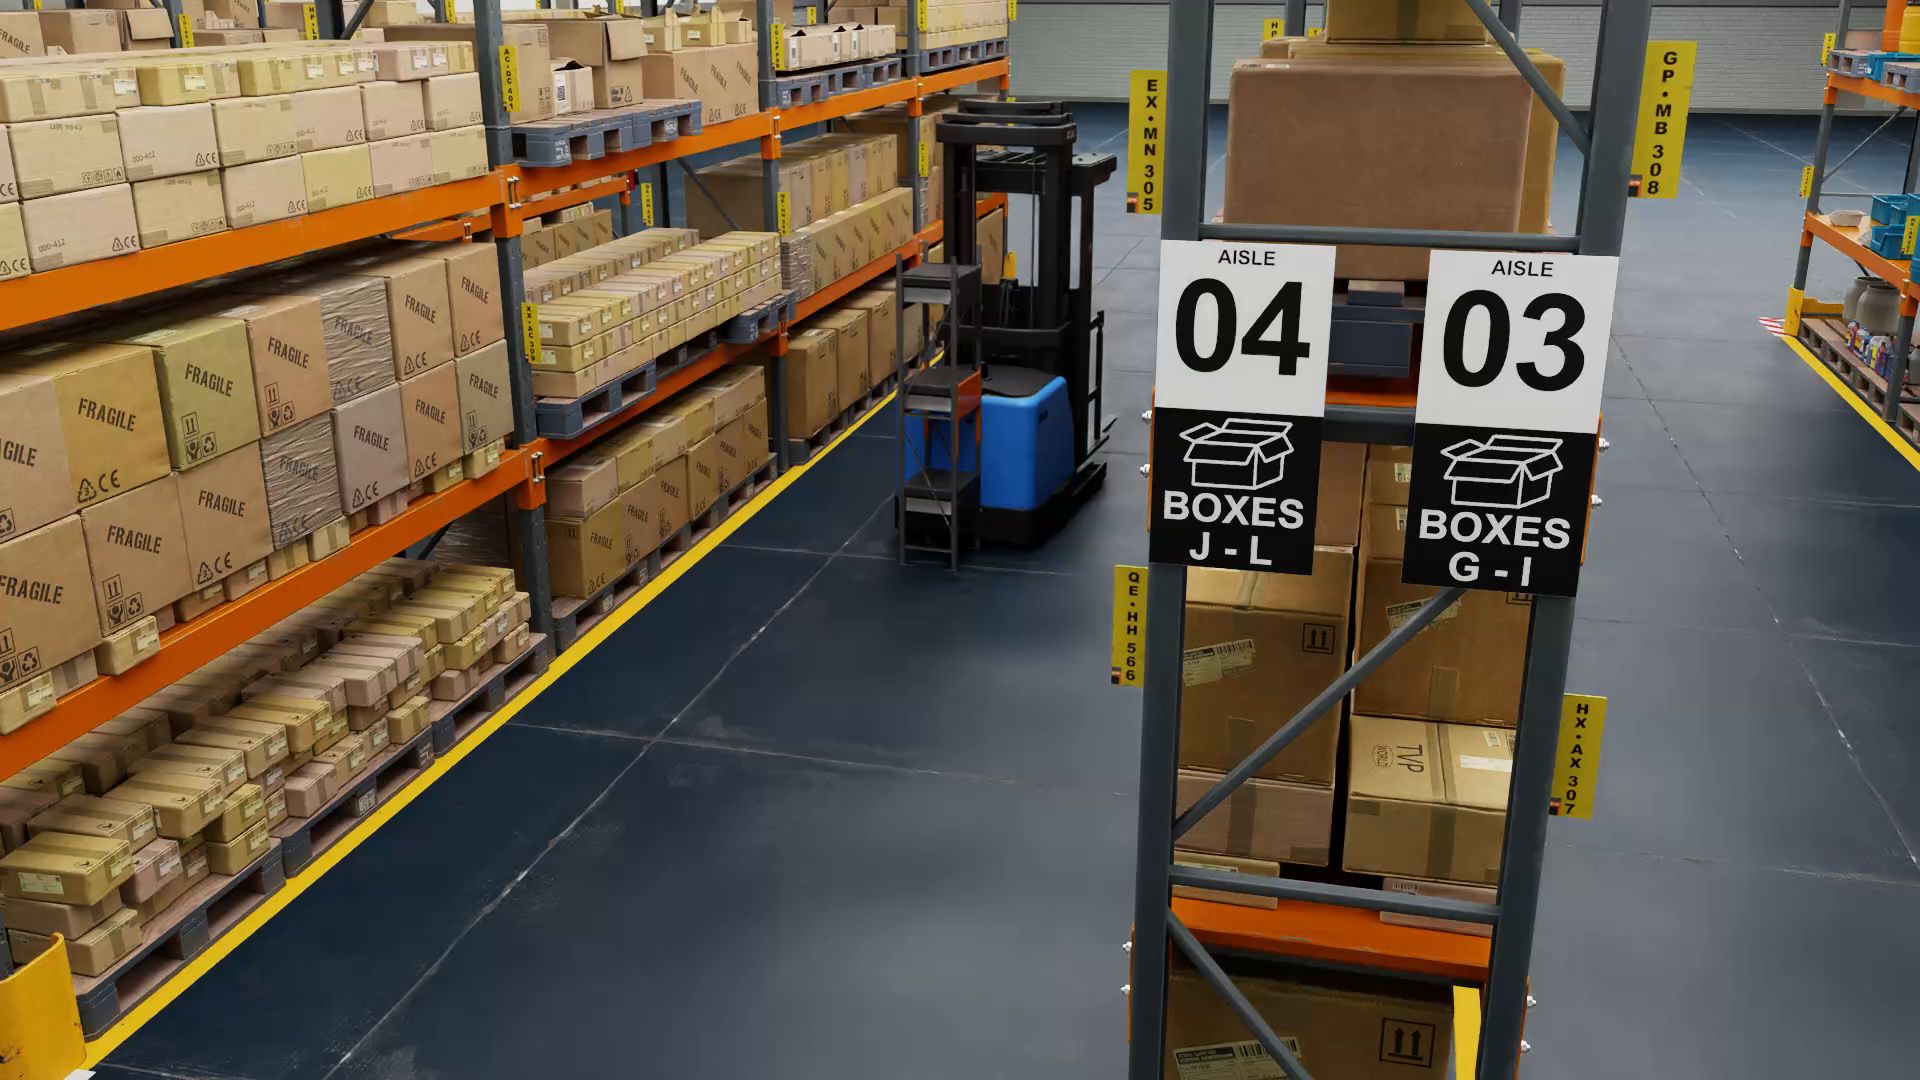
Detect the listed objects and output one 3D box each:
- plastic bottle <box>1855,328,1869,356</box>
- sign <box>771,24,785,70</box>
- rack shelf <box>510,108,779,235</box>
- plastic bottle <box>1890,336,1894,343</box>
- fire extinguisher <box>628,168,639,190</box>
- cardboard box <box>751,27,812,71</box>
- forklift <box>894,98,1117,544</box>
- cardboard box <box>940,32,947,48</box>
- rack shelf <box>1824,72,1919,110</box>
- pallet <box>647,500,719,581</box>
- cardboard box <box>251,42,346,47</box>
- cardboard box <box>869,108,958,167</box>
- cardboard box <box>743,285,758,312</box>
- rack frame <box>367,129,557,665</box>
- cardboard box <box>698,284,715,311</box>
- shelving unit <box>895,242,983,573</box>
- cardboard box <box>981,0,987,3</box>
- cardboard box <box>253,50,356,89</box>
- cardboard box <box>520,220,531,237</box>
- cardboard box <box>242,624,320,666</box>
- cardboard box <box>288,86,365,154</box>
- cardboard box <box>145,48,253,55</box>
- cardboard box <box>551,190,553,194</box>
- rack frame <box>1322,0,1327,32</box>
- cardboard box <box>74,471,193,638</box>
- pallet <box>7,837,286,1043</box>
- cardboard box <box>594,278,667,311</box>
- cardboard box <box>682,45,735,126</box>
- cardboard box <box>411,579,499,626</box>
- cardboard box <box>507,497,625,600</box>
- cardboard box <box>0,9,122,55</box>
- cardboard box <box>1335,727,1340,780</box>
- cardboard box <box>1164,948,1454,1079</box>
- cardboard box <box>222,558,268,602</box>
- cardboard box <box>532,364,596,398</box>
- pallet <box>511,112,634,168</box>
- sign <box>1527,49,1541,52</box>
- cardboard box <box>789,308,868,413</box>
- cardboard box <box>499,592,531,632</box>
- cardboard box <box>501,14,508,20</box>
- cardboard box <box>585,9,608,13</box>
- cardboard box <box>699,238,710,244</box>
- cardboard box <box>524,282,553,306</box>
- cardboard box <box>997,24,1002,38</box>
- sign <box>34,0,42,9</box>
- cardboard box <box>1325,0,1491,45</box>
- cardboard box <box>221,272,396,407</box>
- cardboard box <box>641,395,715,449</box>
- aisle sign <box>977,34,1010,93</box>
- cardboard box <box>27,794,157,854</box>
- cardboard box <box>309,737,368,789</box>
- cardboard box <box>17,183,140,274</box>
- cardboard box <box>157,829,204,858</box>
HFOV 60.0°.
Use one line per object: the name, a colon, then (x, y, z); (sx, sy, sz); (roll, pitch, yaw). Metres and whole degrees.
plastic bottle: (8.821, -1.929, 16.236); (0.097, 0.271, 0.097); (0, 19, 0)
sign: (-1.342, -3.622, 12.212); (0.100, 0.325, 0.005); (5, 19, 13)
rack shelf: (-2.356, -2.454, 10.704); (1.077, 0.370, 4.000); (5, 19, 13)
plastic bottle: (8.848, -1.792, 15.816); (0.061, 0.283, 0.133); (5, 19, 13)
fire extinguisher: (-4.263, -4.831, 21.312); (0.296, 0.674, 0.183); (5, 19, 13)
cardboard box: (-1.477, -3.835, 12.967); (0.500, 0.311, 0.500); (5, 19, 13)
forklift: (0.507, -1.801, 12.425); (1.130, 2.935, 3.031); (6, 20, 18)
cardboard box: (-0.348, -5.049, 16.772); (0.380, 0.149, 0.250); (5, 19, 13)
rack shelf: (9.186, -4.147, 15.660); (1.077, 0.370, 4.000); (5, 19, 13)
pallet: (-2.360, -0.056, 11.526); (1.003, 0.211, 1.213); (5, 19, 13)
cardboard box: (-3.250, -2.367, 8.178); (0.380, 0.149, 0.250); (4, 19, 11)
cardboard box: (-0.480, -4.290, 17.705); (0.875, 0.550, 0.550); (5, 19, 13)
cardboard box: (-1.667, -1.732, 11.858); (0.380, 0.149, 0.250); (5, 19, 14)
rack frame: (-2.845, -0.748, 9.237); (1.000, 3.000, 0.127); (5, 19, 13)
cardboard box: (-1.860, -1.627, 11.090); (0.380, 0.149, 0.250); (5, 20, 15)
shelving unit: (-0.131, -0.872, 10.992); (0.431, 2.100, 0.503); (6, 20, 18)
cardboard box: (0.085, -5.983, 18.273); (0.380, 0.149, 0.250); (5, 19, 14)
cardboard box: (-2.903, -2.075, 7.323); (0.380, 0.149, 0.250); (4, 19, 11)
cardboard box: (-5.097, -3.533, 18.832); (0.380, 0.149, 0.250); (5, 20, 15)
cardboard box: (-3.452, 0.534, 8.324); (0.380, 0.149, 0.250); (5, 20, 15)
cardboard box: (-2.972, -1.843, 7.259); (0.500, 0.250, 0.500); (5, 20, 16)
cardboard box: (-3.407, -2.123, 7.465); (0.380, 0.149, 0.250); (4, 19, 12)
cardboard box: (-5.014, -4.138, 19.550); (0.380, 0.149, 0.250); (5, 19, 13)
rack frame: (2.917, -4.417, 10.698); (1.000, 3.000, 0.127); (5, 19, 13)
cardboard box: (-3.339, 0.029, 6.347); (0.500, 0.500, 0.500); (5, 19, 13)
pallet: (-3.571, 1.550, 6.824); (1.003, 0.211, 1.213); (5, 19, 13)
cardboard box: (-2.050, -1.523, 10.324); (0.380, 0.149, 0.250); (4, 19, 13)
cardboard box: (-1.870, -3.112, 11.362); (0.500, 0.500, 0.500); (5, 19, 13)
cardboard box: (-2.703, 0.336, 8.904); (0.380, 0.149, 0.250); (5, 19, 14)
cardboard box: (-2.407, 0.025, 10.190); (0.500, 0.500, 0.500); (5, 20, 16)
cardboard box: (-6.750, -3.701, 12.438); (0.700, 0.500, 0.500); (4, 19, 11)
cardboard box: (0.948, 0.527, 5.275); (0.500, 0.250, 0.500); (4, 19, 12)
cardboard box: (1.042, 1.529, 5.208); (0.875, 0.875, 0.875); (5, 19, 13)
cardboard box: (-3.177, 0.135, 7.039); (0.380, 0.149, 0.250); (4, 19, 12)
cardboard box: (-2.303, -0.915, 9.465); (0.380, 0.149, 0.250); (4, 19, 11)
pallet: (-2.591, -2.264, 9.325); (1.213, 0.211, 1.003); (5, 19, 13)
sign: (2.479, -1.983, 7.289); (0.100, 0.325, 0.005); (5, 19, 13)
cardboard box: (-1.421, -1.594, 14.544); (1.050, 0.750, 0.750); (5, 19, 14)
cardboard box: (-2.614, 0.385, 9.219); (0.380, 0.149, 0.250); (5, 20, 14)
cardboard box: (-5.123, -5.612, 17.991); (0.380, 0.149, 0.250); (5, 19, 13)
cardboard box: (-4.534, -6.417, 20.349); (0.380, 0.149, 0.250); (5, 19, 14)
cardboard box: (-2.018, -2.212, 13.367); (0.500, 0.500, 0.500); (5, 19, 13)
cardboard box: (-2.742, -1.498, 10.252); (0.380, 0.149, 0.250); (5, 19, 13)
cardboard box: (0.272, -5.846, 19.106); (0.380, 0.149, 0.250); (5, 19, 14)
sign: (-10.001, -5.779, 18.038); (0.100, 0.325, 0.005); (5, 19, 13)
cardboard box: (1.466, -1.771, 5.472); (0.500, 0.250, 0.500); (4, 19, 12)
cardboard box: (-2.957, -0.919, 7.575); (0.500, 0.500, 0.500); (5, 20, 15)
cardboard box: (-2.033, -0.820, 11.506); (0.500, 0.250, 0.500); (5, 20, 15)
aisle sign: (0.395, -5.738, 19.824); (0.394, 0.787, 0.004); (5, 19, 13)
cardboard box: (-3.414, 1.141, 6.546); (0.380, 0.149, 0.250); (5, 19, 14)
cardboard box: (-3.019, 1.031, 7.789); (0.380, 0.149, 0.250); (5, 19, 13)
cardboard box: (-3.332, -1.128, 5.941); (0.500, 0.250, 0.500); (5, 20, 15)
cardboard box: (-3.350, 1.206, 6.816); (0.380, 0.149, 0.250); (5, 19, 14)
